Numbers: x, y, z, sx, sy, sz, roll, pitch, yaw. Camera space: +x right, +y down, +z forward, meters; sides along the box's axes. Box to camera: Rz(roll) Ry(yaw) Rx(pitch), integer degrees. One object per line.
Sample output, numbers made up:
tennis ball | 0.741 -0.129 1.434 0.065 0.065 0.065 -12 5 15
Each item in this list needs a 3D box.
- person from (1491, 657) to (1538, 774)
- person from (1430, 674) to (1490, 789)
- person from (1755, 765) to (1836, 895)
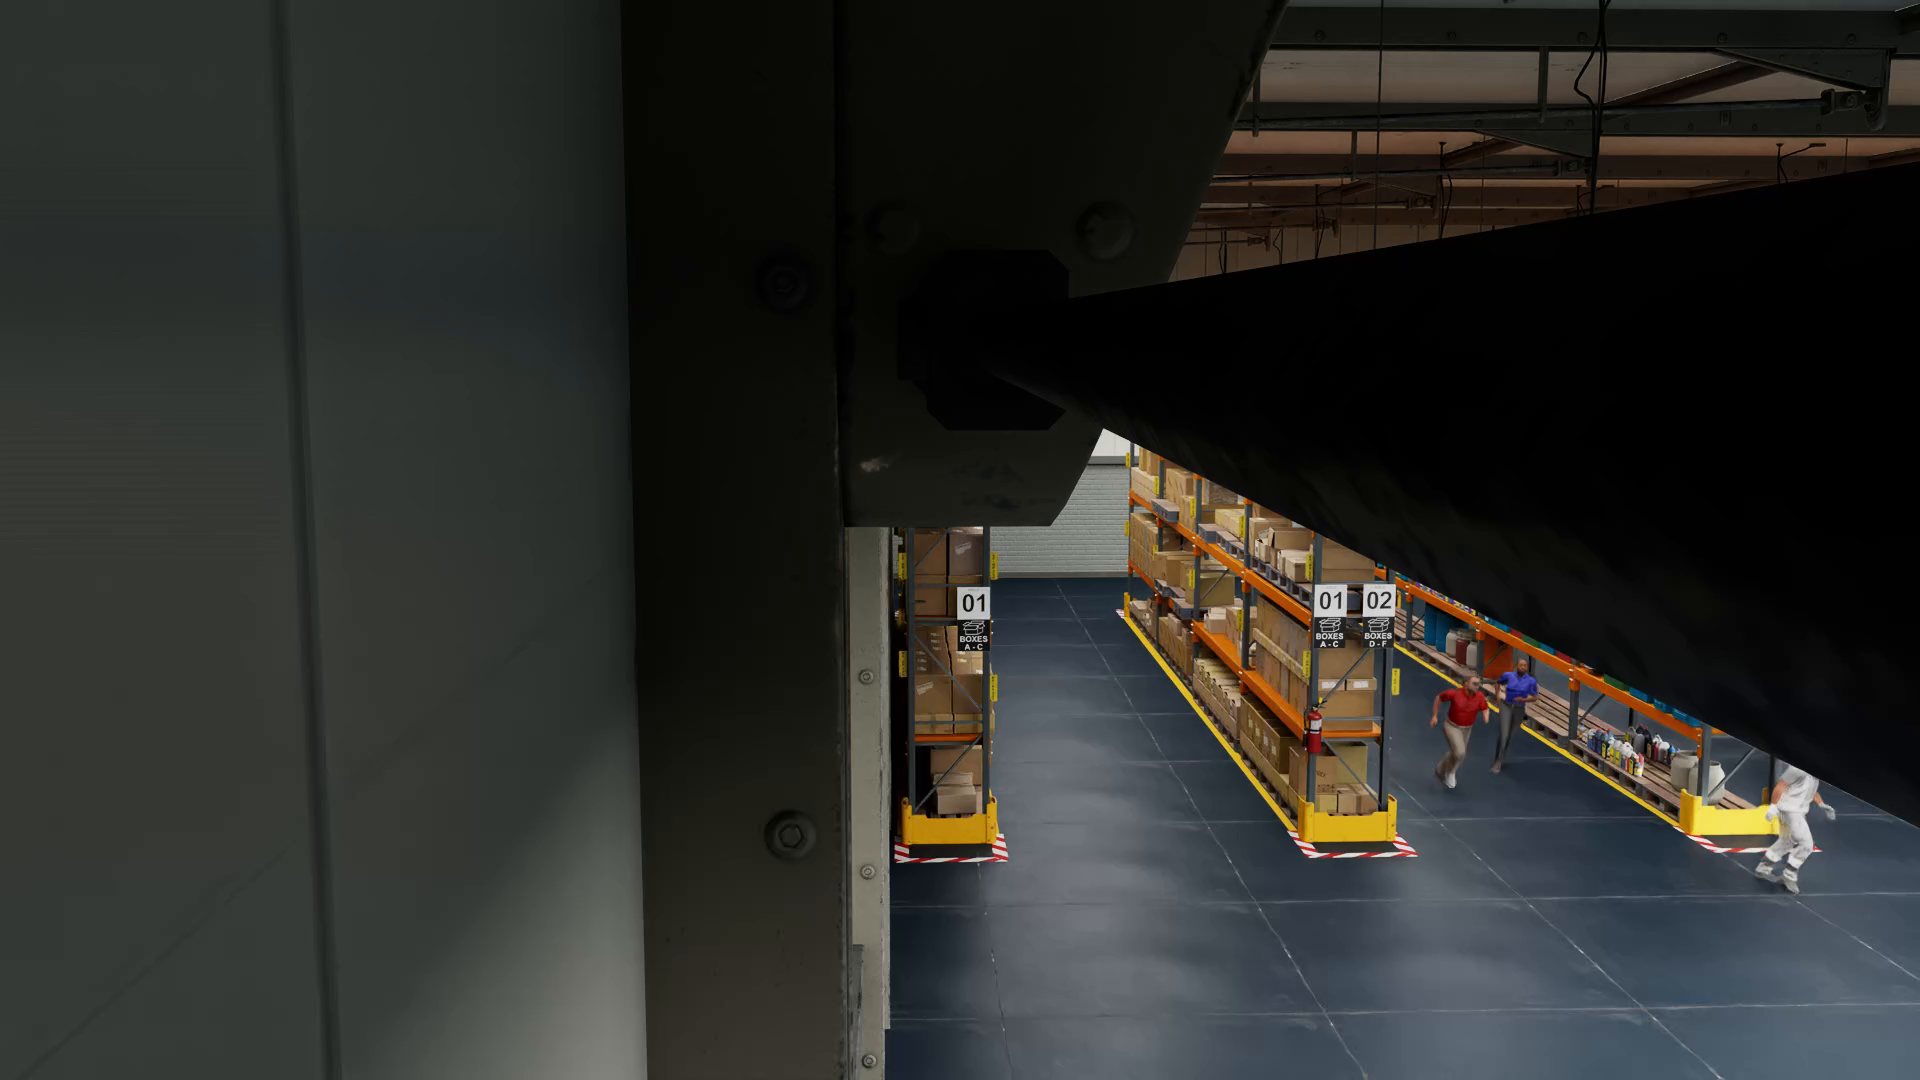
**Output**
person | 7.932 2.496 23.839 0.613 1.701 0.665 1 7 9
person | 6.883 2.603 22.856 0.676 1.607 0.993 -3 8 -20
person | 9.440 3.078 18.823 0.736 1.728 0.657 7 10 44
